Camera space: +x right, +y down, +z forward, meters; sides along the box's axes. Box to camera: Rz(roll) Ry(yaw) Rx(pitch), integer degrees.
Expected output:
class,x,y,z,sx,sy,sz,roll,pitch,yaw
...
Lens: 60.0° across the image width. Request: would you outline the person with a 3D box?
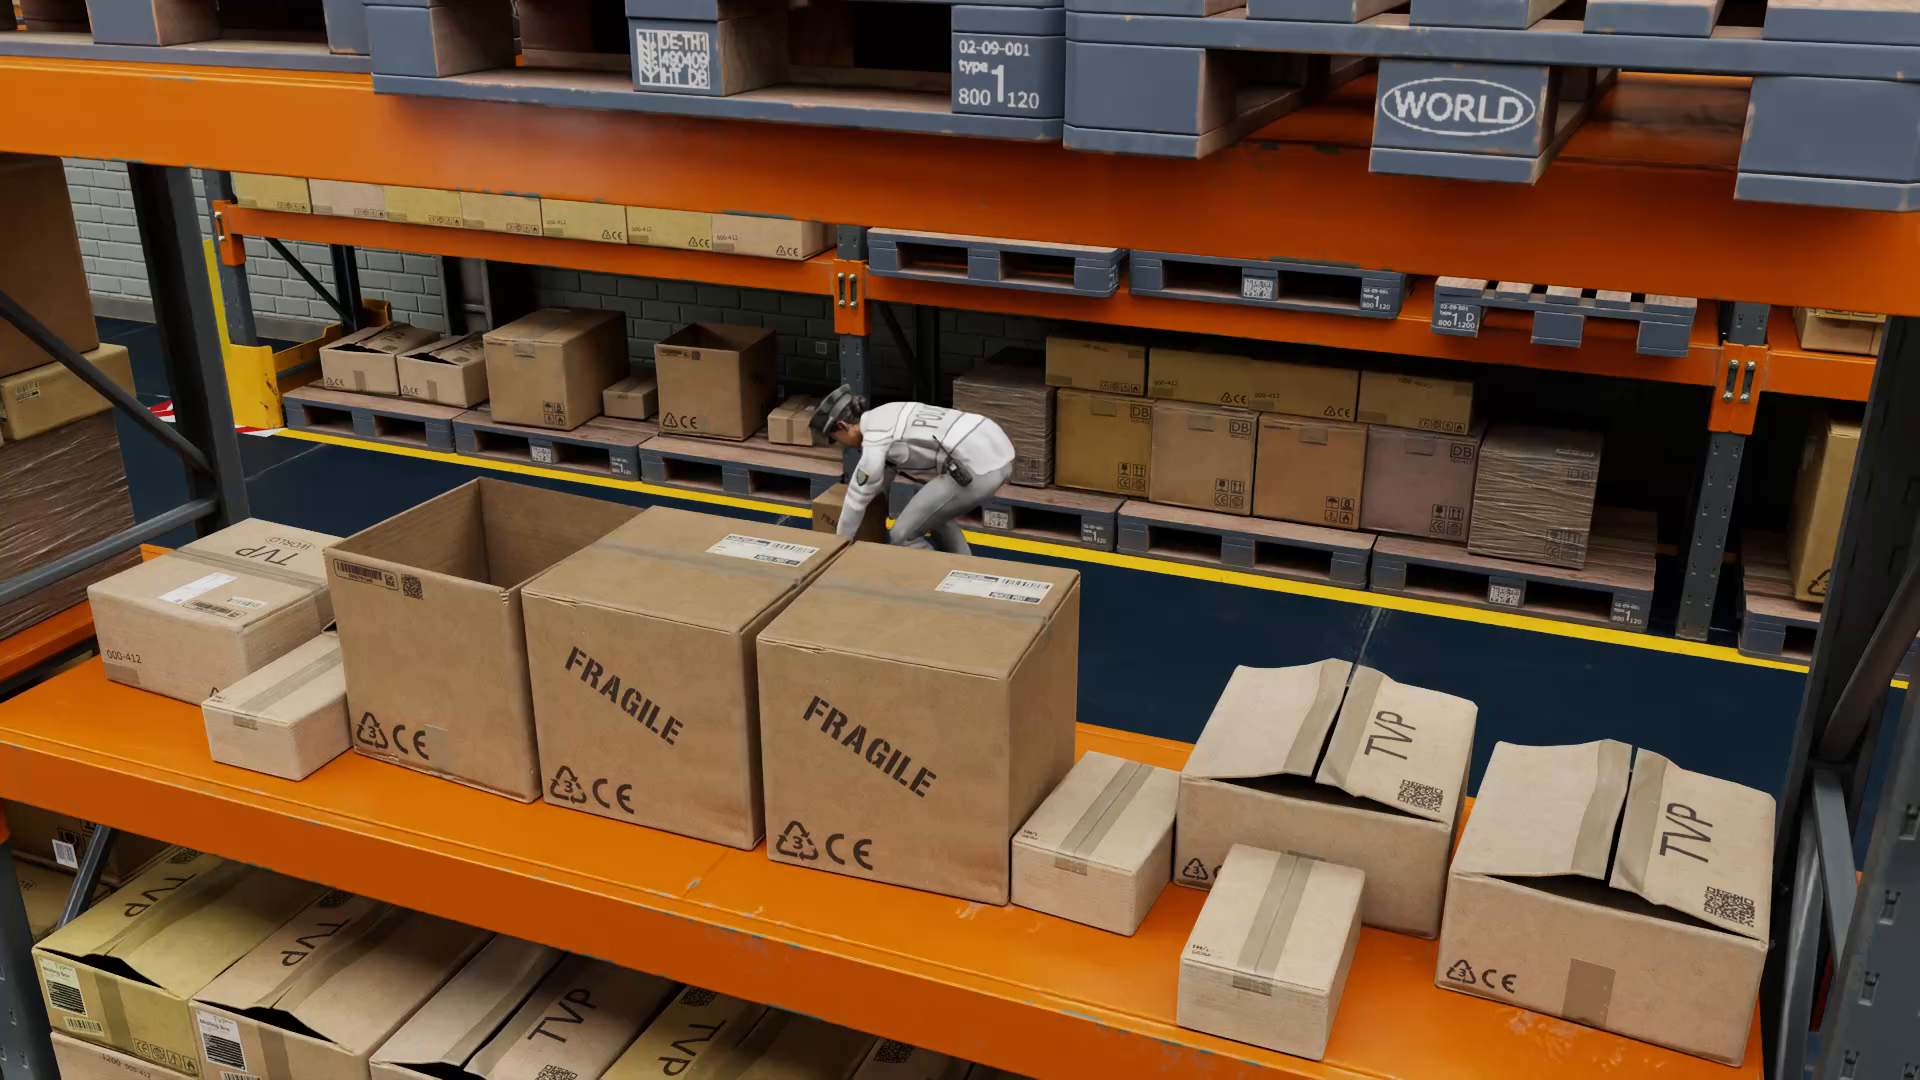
class,x,y,z,sx,sy,sz,roll,pitch,yaw
person,-0.221,-0.170,7.353,0.921,1.017,0.463,8,24,18
